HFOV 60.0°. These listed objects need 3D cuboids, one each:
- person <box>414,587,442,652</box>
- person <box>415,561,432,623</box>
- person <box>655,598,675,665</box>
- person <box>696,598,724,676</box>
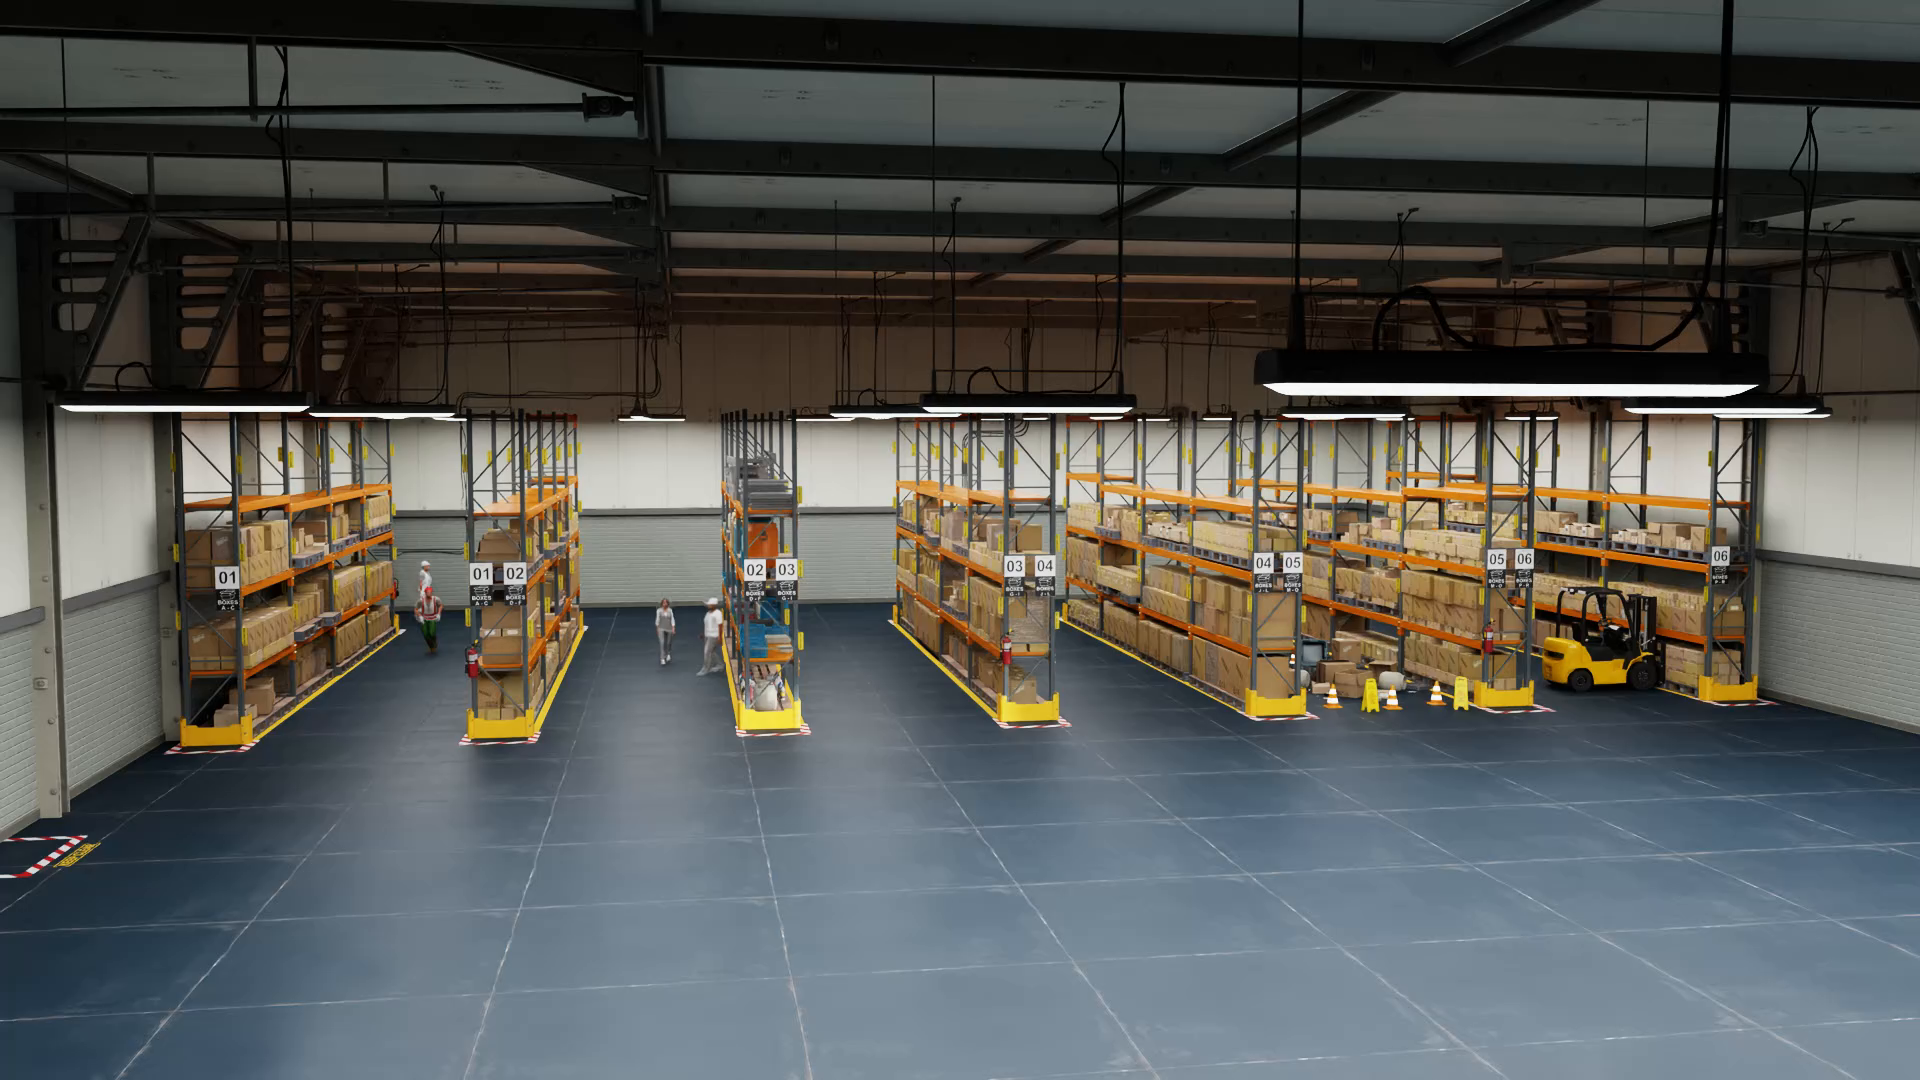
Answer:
[{"bbox_3d":[-13.294,1.987,41.591,0.624,1.685,0.628,0,4,-3],"label":"person"},{"bbox_3d":[-15.329,1.492,47.616,0.434,1.788,0.583,-1,4,-7],"label":"person"},{"bbox_3d":[-7.042,2.160,39.706,0.457,1.538,0.972,-1,4,-11],"label":"person"},{"bbox_3d":[-5.731,2.200,38.081,0.753,1.755,0.645,-2,5,-31],"label":"person"}]
